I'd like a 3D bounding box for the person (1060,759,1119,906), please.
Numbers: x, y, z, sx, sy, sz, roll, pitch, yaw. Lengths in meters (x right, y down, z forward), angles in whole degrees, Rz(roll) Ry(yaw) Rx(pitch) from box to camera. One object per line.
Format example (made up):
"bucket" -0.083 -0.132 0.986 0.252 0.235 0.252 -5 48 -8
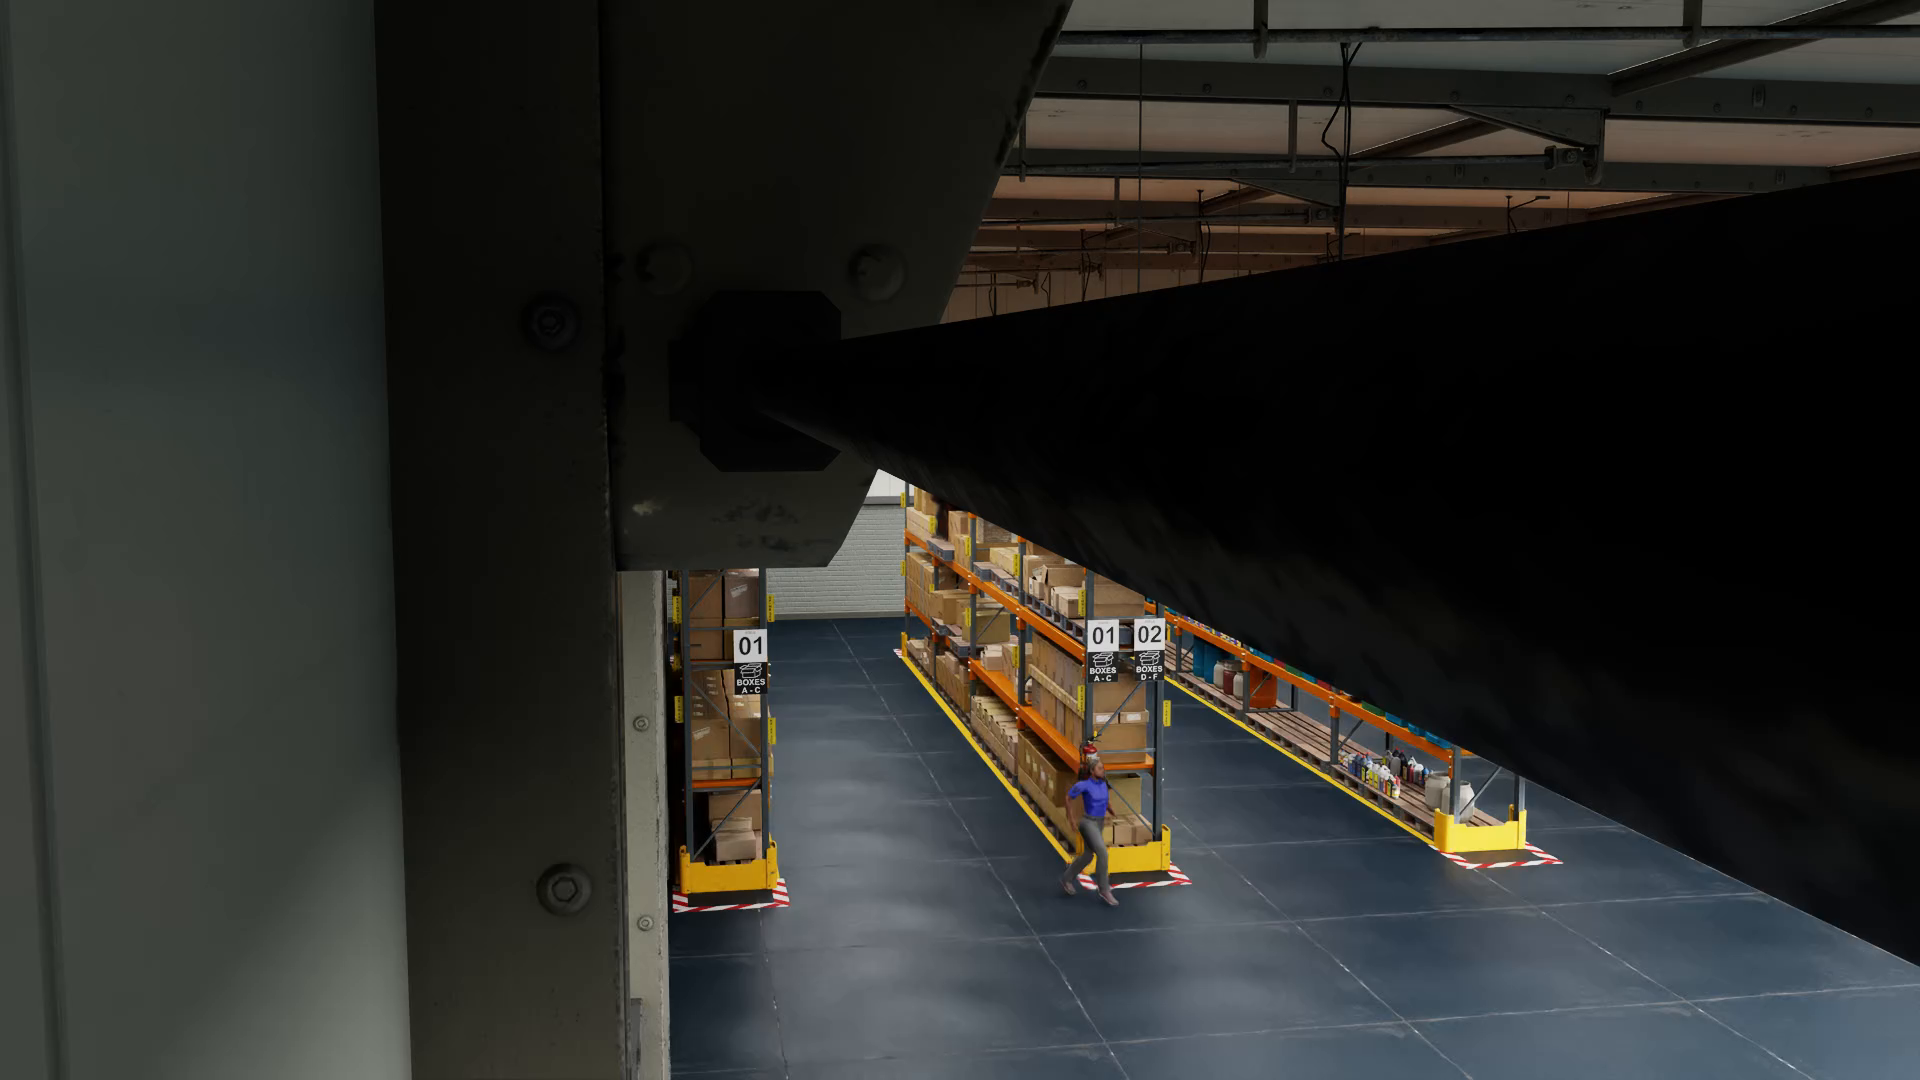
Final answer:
"person" 1.618 3.457 19.863 0.842 1.641 0.588 4 7 36
